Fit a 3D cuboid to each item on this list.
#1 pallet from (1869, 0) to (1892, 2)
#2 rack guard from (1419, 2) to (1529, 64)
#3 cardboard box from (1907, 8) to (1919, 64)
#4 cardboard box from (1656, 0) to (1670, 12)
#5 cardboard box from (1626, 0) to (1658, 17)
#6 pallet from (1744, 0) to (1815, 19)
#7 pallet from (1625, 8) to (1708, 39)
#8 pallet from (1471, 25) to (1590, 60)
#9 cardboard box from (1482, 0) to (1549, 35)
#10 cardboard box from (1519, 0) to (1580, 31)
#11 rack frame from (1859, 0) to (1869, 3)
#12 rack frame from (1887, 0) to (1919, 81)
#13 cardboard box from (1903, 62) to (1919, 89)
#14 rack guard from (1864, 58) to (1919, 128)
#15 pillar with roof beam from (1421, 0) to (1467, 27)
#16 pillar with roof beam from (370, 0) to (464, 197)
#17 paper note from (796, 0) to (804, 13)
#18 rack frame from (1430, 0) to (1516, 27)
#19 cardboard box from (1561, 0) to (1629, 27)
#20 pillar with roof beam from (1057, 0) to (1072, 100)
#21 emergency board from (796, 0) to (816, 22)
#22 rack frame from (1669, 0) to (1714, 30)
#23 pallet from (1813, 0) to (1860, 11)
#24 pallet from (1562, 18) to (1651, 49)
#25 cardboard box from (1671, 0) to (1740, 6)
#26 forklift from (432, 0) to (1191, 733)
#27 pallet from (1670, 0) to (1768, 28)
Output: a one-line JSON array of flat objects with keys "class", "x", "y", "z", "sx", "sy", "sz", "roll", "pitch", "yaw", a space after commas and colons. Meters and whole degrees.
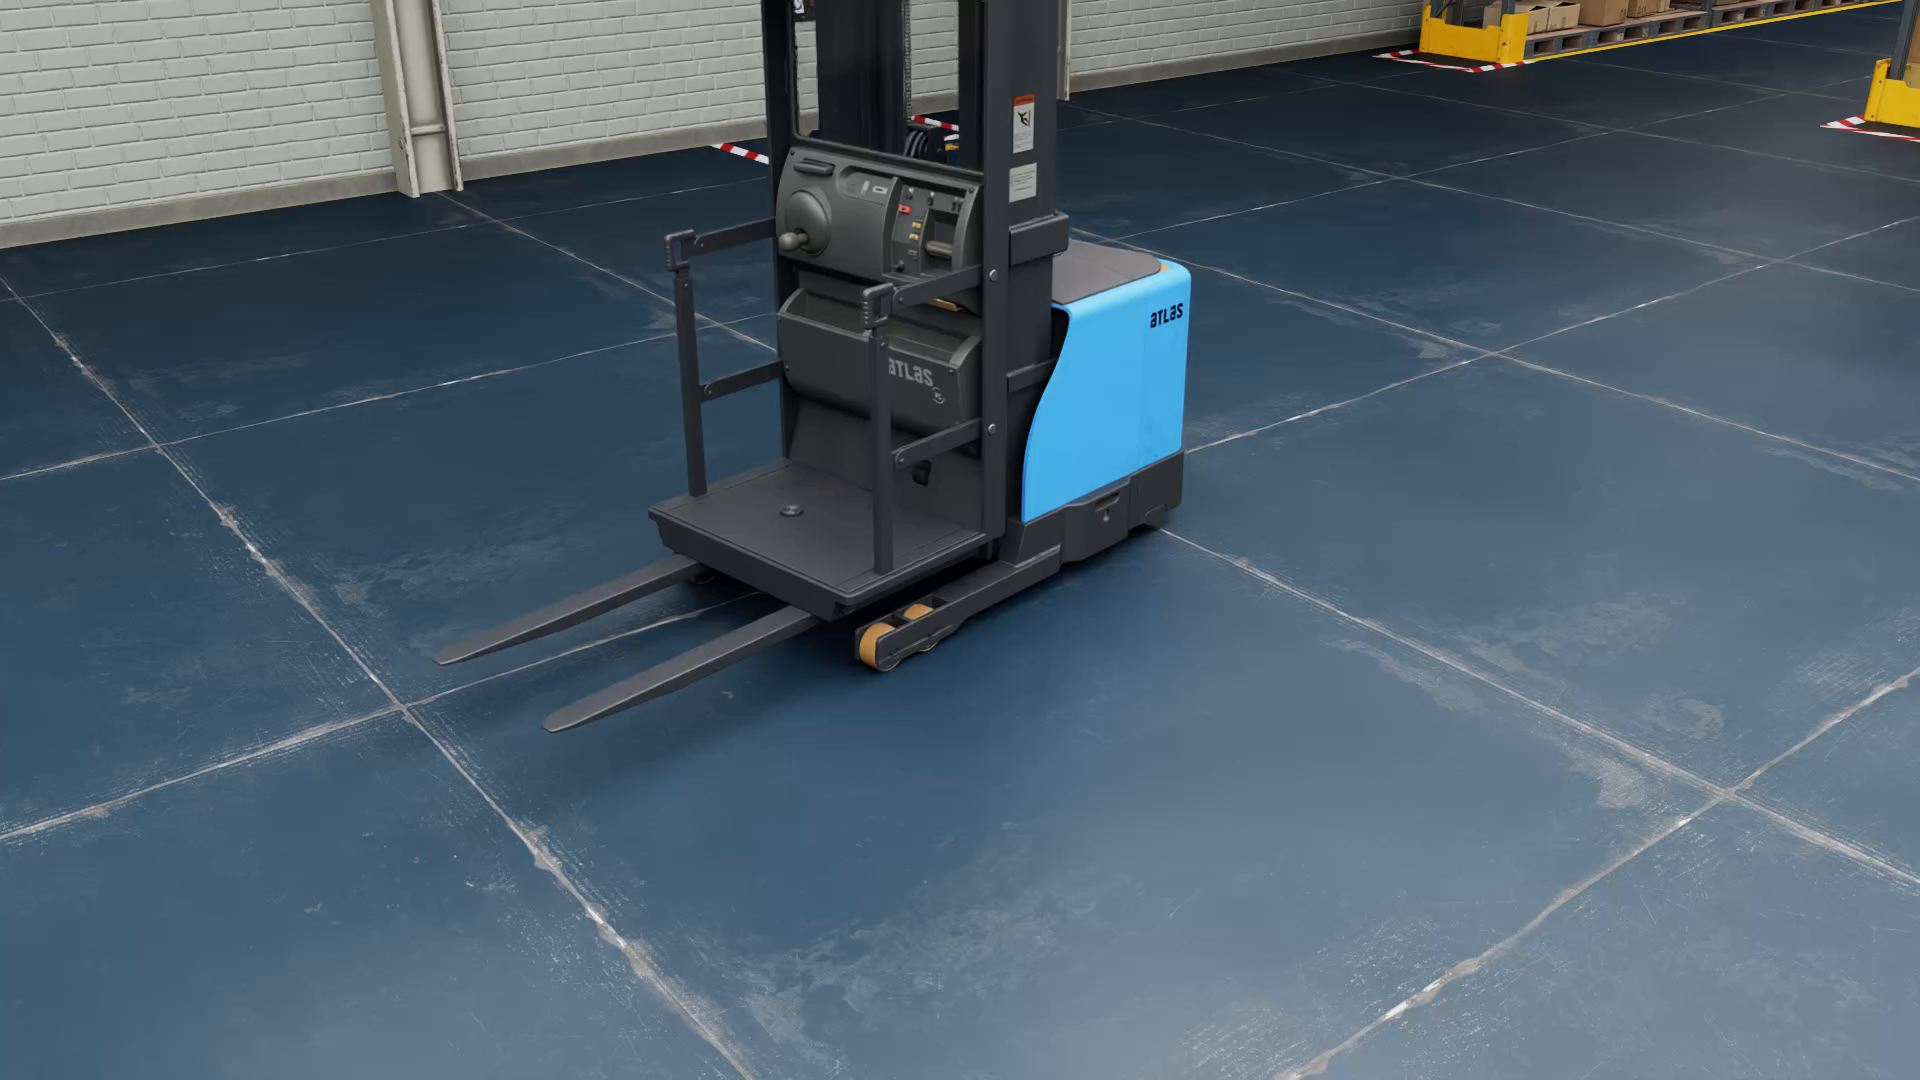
[{"class": "pallet", "x": 12.454, "y": -7.604, "z": 22.883, "sx": 1.213, "sy": 0.211, "sz": 1.003, "roll": -18, "pitch": 31, "yaw": -34}, {"class": "rack guard", "x": 5.551, "y": -5.496, "z": 17.999, "sx": 0.348, "sy": 0.500, "sz": 1.175, "roll": -18, "pitch": 31, "yaw": -34}, {"class": "cardboard box", "x": 8.789, "y": -4.492, "z": 14.742, "sx": 0.500, "sy": 0.500, "sz": 0.500, "roll": -18, "pitch": 31, "yaw": -34}, {"class": "cardboard box", "x": 8.237, "y": -6.415, "z": 19.853, "sx": 0.380, "sy": 0.166, "sz": 0.250, "roll": 22, "pitch": 33, "yaw": 39}, {"class": "cardboard box", "x": 7.847, "y": -6.433, "z": 19.494, "sx": 0.500, "sy": 0.500, "sz": 0.500, "roll": -21, "pitch": 32, "yaw": -38}, {"class": "pallet", "x": 10.211, "y": -6.906, "z": 21.380, "sx": 1.213, "sy": 0.211, "sz": 1.003, "roll": -18, "pitch": 31, "yaw": -34}, {"class": "pallet", "x": 8.132, "y": -6.199, "z": 19.855, "sx": 1.213, "sy": 0.211, "sz": 1.003, "roll": -18, "pitch": 31, "yaw": -34}, {"class": "pallet", "x": 6.212, "y": -5.565, "z": 18.490, "sx": 1.213, "sy": 0.211, "sz": 1.003, "roll": -18, "pitch": 31, "yaw": -34}, {"class": "cardboard box", "x": 6.091, "y": -5.740, "z": 18.227, "sx": 0.500, "sy": 0.311, "sz": 0.500, "roll": -23, "pitch": 33, "yaw": -40}, {"class": "cardboard box", "x": 6.540, "y": -5.889, "z": 18.546, "sx": 0.500, "sy": 0.311, "sz": 0.500, "roll": -15, "pitch": 29, "yaw": -30}, {"class": "rack frame", "x": 11.787, "y": -8.689, "z": 21.908, "sx": 0.127, "sy": 3.000, "sz": 1.000, "roll": -18, "pitch": 31, "yaw": -34}, {"class": "rack frame", "x": 8.551, "y": -4.971, "z": 13.897, "sx": 0.127, "sy": 3.000, "sz": 1.000, "roll": -18, "pitch": 31, "yaw": -34}, {"class": "cardboard box", "x": 8.791, "y": -4.151, "z": 14.898, "sx": 0.500, "sy": 0.250, "sz": 0.500, "roll": -18, "pitch": 31, "yaw": -34}, {"class": "rack guard", "x": 8.532, "y": -3.830, "z": 14.410, "sx": 0.348, "sy": 0.500, "sz": 1.175, "roll": -18, "pitch": 31, "yaw": -34}, {"class": "pillar with roof beam", "x": 8.165, "y": -8.374, "z": 14.104, "sx": 0.400, "sy": 9.000, "sz": 9.100, "roll": -18, "pitch": 31, "yaw": -34}, {"class": "pillar with roof beam", "x": -1.278, "y": -5.257, "z": 7.388, "sx": 0.400, "sy": 9.000, "sz": 9.100, "roll": -18, "pitch": 31, "yaw": -34}, {"class": "paper note", "x": -1.363, "y": -4.468, "z": 13.861, "sx": 0.142, "sy": 0.148, "sz": 0.016, "roll": -18, "pitch": 31, "yaw": -34}, {"class": "rack frame", "x": 5.491, "y": -6.611, "z": 17.431, "sx": 0.127, "sy": 3.000, "sz": 1.000, "roll": -18, "pitch": 31, "yaw": -34}, {"class": "cardboard box", "x": 7.148, "y": -6.148, "z": 18.881, "sx": 0.500, "sy": 0.500, "sz": 0.700, "roll": -21, "pitch": 32, "yaw": -37}, {"class": "pillar with roof beam", "x": 3.443, "y": -6.815, "z": 10.746, "sx": 0.400, "sy": 9.000, "sz": 9.100, "roll": -18, "pitch": 31, "yaw": -34}, {"class": "emergency board", "x": -1.181, "y": -4.891, "z": 13.726, "sx": 0.643, "sy": 1.169, "sz": 0.194, "roll": -18, "pitch": 31, "yaw": -34}, {"class": "rack frame", "x": 8.639, "y": -7.650, "z": 19.670, "sx": 0.127, "sy": 3.000, "sz": 1.000, "roll": -18, "pitch": 31, "yaw": -34}, {"class": "pallet", "x": 11.171, "y": -7.221, "z": 22.059, "sx": 1.213, "sy": 0.211, "sz": 1.003, "roll": -18, "pitch": 31, "yaw": -34}, {"class": "pallet", "x": 7.172, "y": -5.880, "z": 19.169, "sx": 1.213, "sy": 0.211, "sz": 1.003, "roll": -18, "pitch": 31, "yaw": -34}, {"class": "cardboard box", "x": 9.208, "y": -6.912, "z": 20.527, "sx": 0.500, "sy": 0.500, "sz": 0.700, "roll": -17, "pitch": 30, "yaw": -32}, {"class": "forklift", "x": -0.444, "y": -1.116, "z": 5.673, "sx": 1.130, "sy": 2.935, "sz": 3.031, "roll": 21, "pitch": 32, "yaw": 38}, {"class": "pallet", "x": 9.251, "y": -6.588, "z": 20.693, "sx": 1.213, "sy": 0.211, "sz": 1.003, "roll": -18, "pitch": 31, "yaw": -34}]
